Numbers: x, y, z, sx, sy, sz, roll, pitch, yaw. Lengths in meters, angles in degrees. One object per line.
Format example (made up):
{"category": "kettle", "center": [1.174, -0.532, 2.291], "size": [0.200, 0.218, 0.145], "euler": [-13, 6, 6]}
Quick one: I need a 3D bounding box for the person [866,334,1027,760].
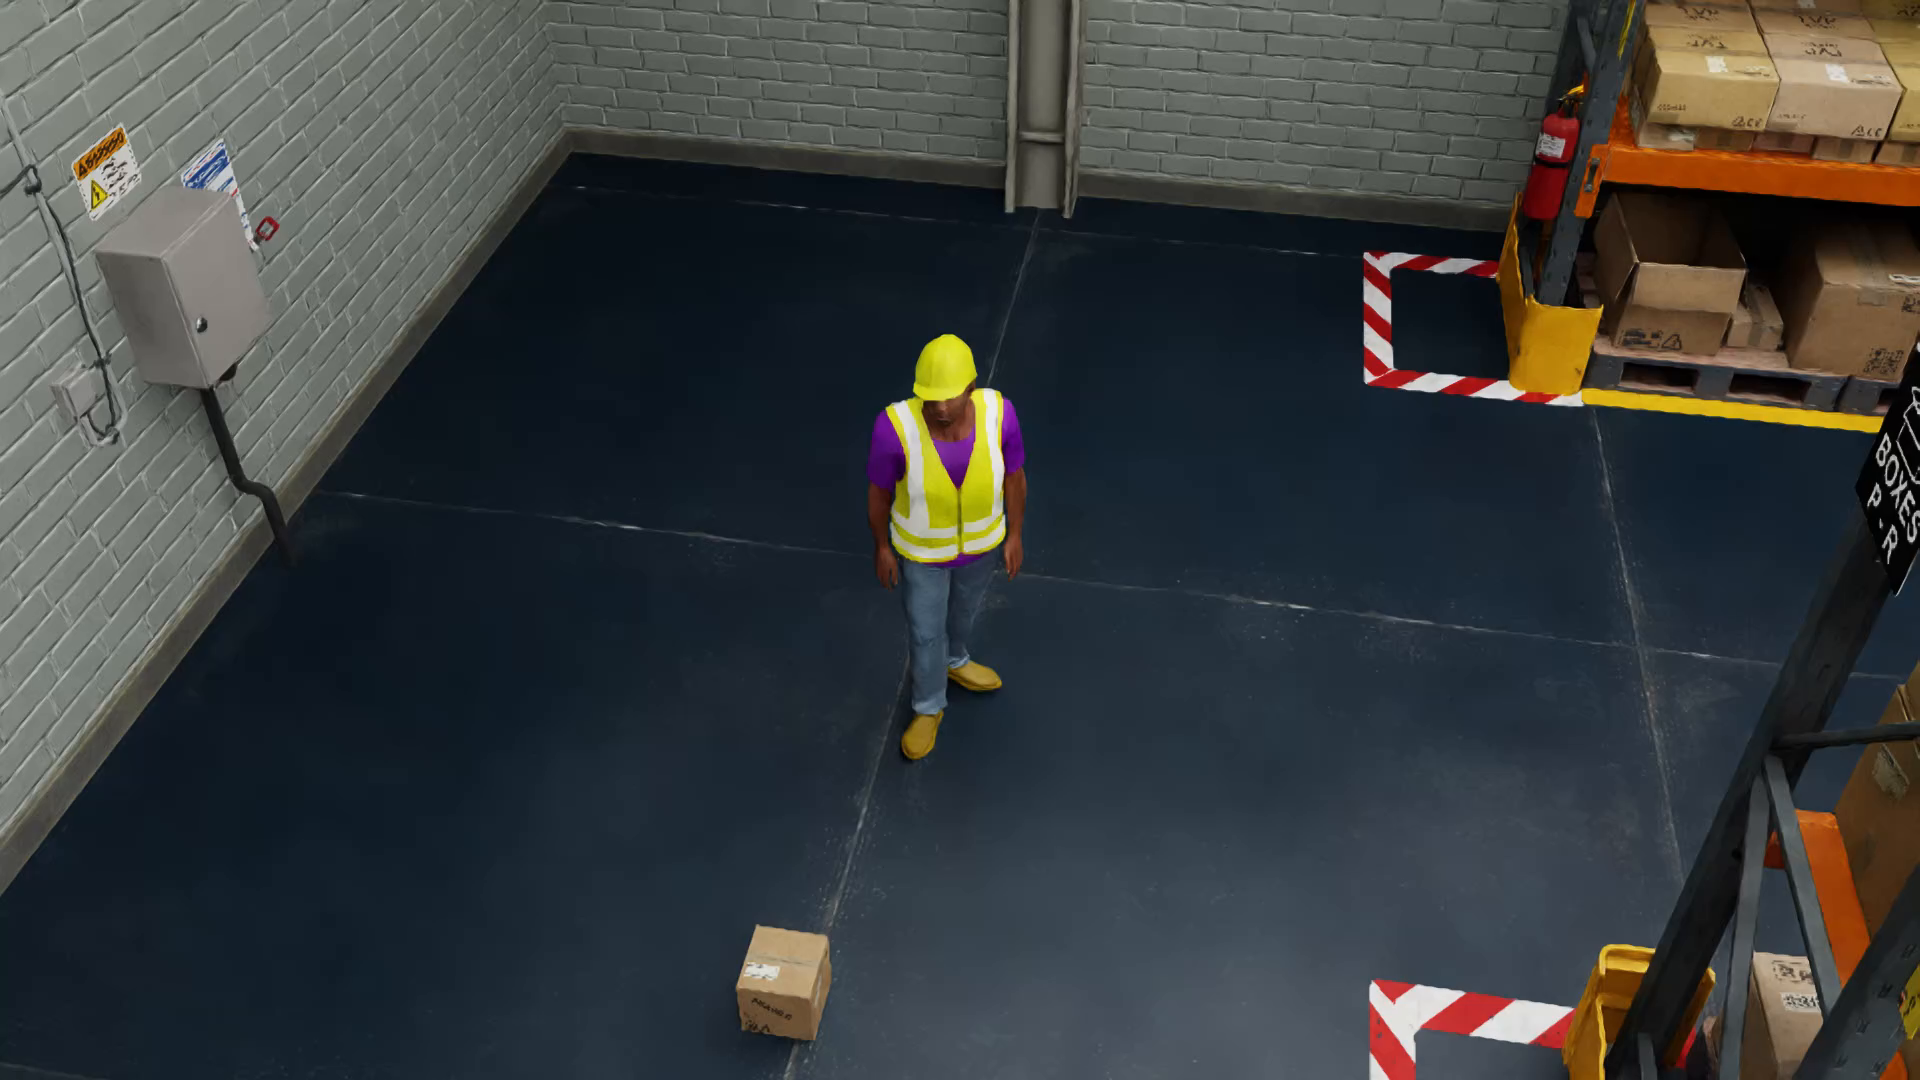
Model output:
{"category": "person", "center": [-0.041, -0.006, 6.131], "size": [0.576, 1.775, 0.480], "euler": [-13, 42, -15]}
